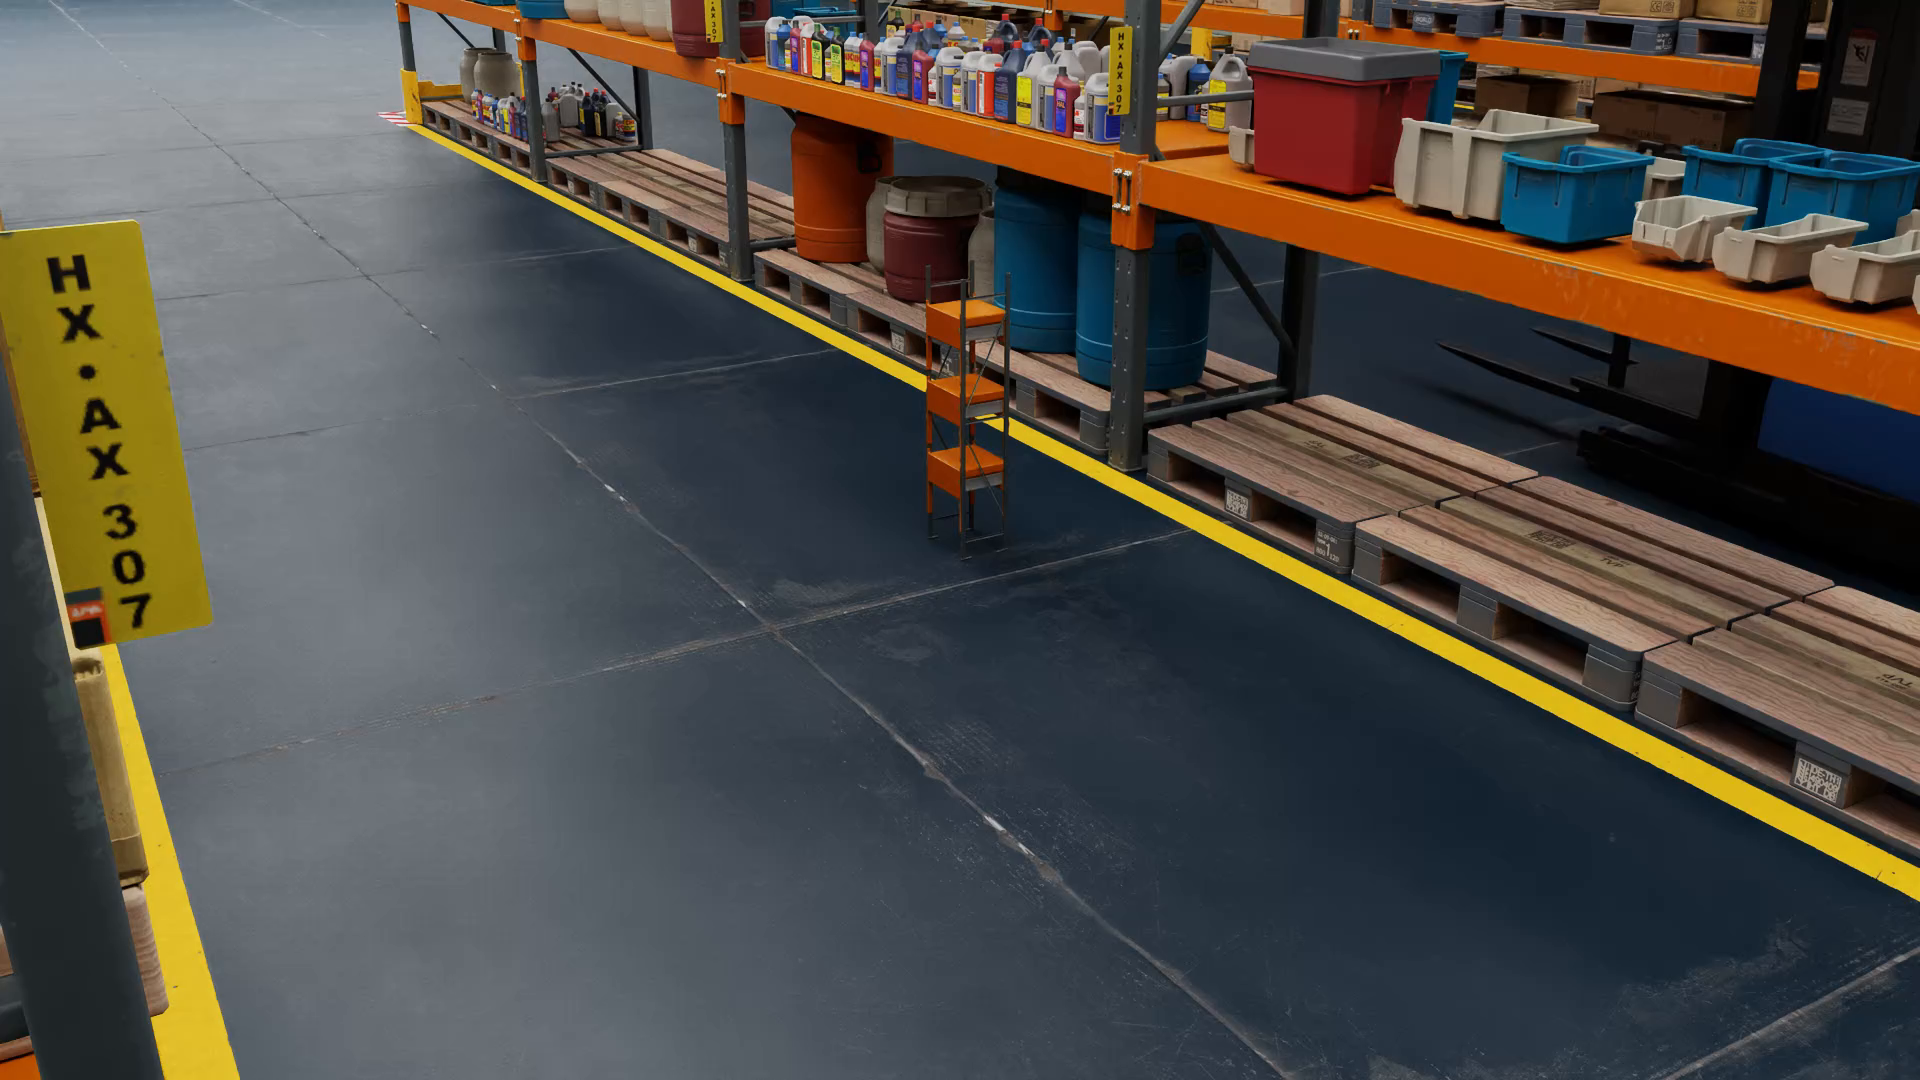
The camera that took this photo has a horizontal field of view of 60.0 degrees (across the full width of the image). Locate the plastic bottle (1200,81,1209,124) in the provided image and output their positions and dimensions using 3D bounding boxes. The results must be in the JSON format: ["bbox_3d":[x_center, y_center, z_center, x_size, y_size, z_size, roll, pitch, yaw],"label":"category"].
[{"bbox_3d":[1.126,-1.965,7.427,0.097,0.201,0.097,0,22,0],"label":"plastic bottle"}]

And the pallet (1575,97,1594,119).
[{"bbox_3d":[6.546,-4.336,16.698,1.003,0.211,1.213,-13,25,-28],"label":"pallet"}]

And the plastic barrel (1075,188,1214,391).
[{"bbox_3d":[0.826,-1.181,7.463,0.600,0.901,0.708,-13,25,-28],"label":"plastic barrel"}]

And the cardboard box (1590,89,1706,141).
[{"bbox_3d":[4.545,-2.814,10.990,0.500,0.250,0.500,-13,26,-29],"label":"cardboard box"}]

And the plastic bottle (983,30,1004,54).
[{"bbox_3d":[0.174,-2.514,8.667,0.061,0.283,0.133,-13,25,-28],"label":"plastic bottle"}]

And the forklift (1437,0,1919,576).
[{"bbox_3d":[3.292,-1.659,6.500,1.130,2.935,3.031,-11,24,-25],"label":"forklift"}]

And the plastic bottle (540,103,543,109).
[{"bbox_3d":[-3.557,-3.563,14.127,0.152,0.276,0.135,-13,25,-28],"label":"plastic bottle"}]

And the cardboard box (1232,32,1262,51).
[{"bbox_3d":[3.753,-6.286,20.781,0.500,0.311,0.500,-16,27,-34],"label":"cardboard box"}]

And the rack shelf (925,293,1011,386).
[{"bbox_3d":[0.027,-0.722,5.968,0.215,0.259,0.240,-13,25,-28],"label":"rack shelf"}]

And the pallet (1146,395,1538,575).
[{"bbox_3d":[1.498,-0.257,6.664,1.003,0.211,1.213,-13,25,-28],"label":"pallet"}]

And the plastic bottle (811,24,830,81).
[{"bbox_3d":[-0.745,-2.616,8.919,0.061,0.283,0.133,-13,25,-28],"label":"plastic bottle"}]

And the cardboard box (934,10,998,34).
[{"bbox_3d":[0.067,-5.181,17.173,0.500,0.500,0.500,-13,25,-28],"label":"cardboard box"}]

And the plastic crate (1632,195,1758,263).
[{"bbox_3d":[2.094,-0.894,4.797,0.298,0.136,0.250,-13,25,-28],"label":"plastic crate"}]

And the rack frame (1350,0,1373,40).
[{"bbox_3d":[3.306,-4.026,12.233,1.000,3.000,0.127,-13,25,-28],"label":"rack frame"}]

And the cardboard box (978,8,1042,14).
[{"bbox_3d":[0.527,-5.284,17.427,0.500,0.500,0.500,-13,25,-28],"label":"cardboard box"}]

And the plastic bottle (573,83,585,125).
[{"bbox_3d":[-3.366,-3.886,14.821,0.144,0.351,0.185,-13,25,-29],"label":"plastic bottle"}]

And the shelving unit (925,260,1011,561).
[{"bbox_3d":[0.027,-0.469,6.071,0.215,1.050,0.252,-13,25,-28],"label":"shelving unit"}]

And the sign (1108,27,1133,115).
[{"bbox_3d":[0.616,-1.802,6.395,0.100,0.325,0.005,-13,25,-28],"label":"sign"}]

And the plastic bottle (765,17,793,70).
[{"bbox_3d":[-1.011,-2.815,9.417,0.152,0.276,0.135,-13,25,-28],"label":"plastic bottle"}]

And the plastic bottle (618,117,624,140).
[{"bbox_3d":[-2.835,-3.497,14.063,0.097,0.201,0.097,0,22,0],"label":"plastic bottle"}]

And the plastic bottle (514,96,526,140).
[{"bbox_3d":[-3.672,-3.561,14.022,0.144,0.351,0.185,-14,26,-31],"label":"plastic bottle"}]

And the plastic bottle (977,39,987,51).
[{"bbox_3d":[0.129,-2.597,8.982,0.097,0.201,0.097,0,22,0],"label":"plastic bottle"}]

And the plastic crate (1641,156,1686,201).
[{"bbox_3d":[2.237,-1.179,5.500,0.293,0.136,0.466,-13,25,-28],"label":"plastic crate"}]

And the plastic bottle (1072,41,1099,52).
[{"bbox_3d":[0.589,-2.320,8.200,0.152,0.276,0.135,-13,25,-28],"label":"plastic bottle"}]

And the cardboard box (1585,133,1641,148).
[{"bbox_3d":[4.088,-2.370,10.893,0.500,0.500,0.500,-14,26,-30],"label":"cardboard box"}]

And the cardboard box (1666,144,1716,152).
[{"bbox_3d":[4.781,-2.314,10.756,0.500,0.500,0.500,-12,25,-28],"label":"cardboard box"}]

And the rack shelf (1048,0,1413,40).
[{"bbox_3d":[2.285,-4.340,13.961,1.077,0.370,4.000,-13,25,-28],"label":"rack shelf"}]

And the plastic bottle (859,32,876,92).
[{"bbox_3d":[-0.460,-2.435,8.474,0.061,0.283,0.133,-13,25,-28],"label":"plastic bottle"}]

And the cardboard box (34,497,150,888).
[{"bbox_3d":[-1.138,0.192,1.659,0.500,0.250,0.500,-13,26,-30],"label":"cardboard box"}]

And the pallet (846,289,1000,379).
[{"bbox_3d":[0.104,-1.141,8.838,1.003,0.211,1.213,-13,25,-28],"label":"pallet"}]

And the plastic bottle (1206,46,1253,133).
[{"bbox_3d":[1.168,-1.946,7.181,0.144,0.351,0.185,-13,25,-28],"label":"plastic bottle"}]

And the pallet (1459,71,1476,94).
[{"bbox_3d":[5.146,-5.194,18.809,1.003,0.211,1.213,-13,25,-28],"label":"pallet"}]

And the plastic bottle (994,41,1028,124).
[{"bbox_3d":[0.244,-2.051,7.440,0.144,0.351,0.185,-13,25,-28],"label":"plastic bottle"}]

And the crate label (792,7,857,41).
[{"bbox_3d":[-0.847,-3.205,10.436,0.303,0.233,0.416,-13,25,-28],"label":"crate label"}]

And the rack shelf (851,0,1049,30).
[{"bbox_3d":[0.241,-5.635,17.146,1.077,0.370,4.000,-13,25,-28],"label":"rack shelf"}]

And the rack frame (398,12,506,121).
[{"bbox_3d":[-5.040,-5.664,16.263,1.000,3.000,0.127,-13,25,-28],"label":"rack frame"}]

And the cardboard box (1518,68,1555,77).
[{"bbox_3d":[6.217,-4.928,17.187,0.700,0.500,0.500,-13,26,-29],"label":"cardboard box"}]

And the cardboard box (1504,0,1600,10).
[{"bbox_3d":[4.028,-3.752,10.868,0.700,0.500,0.500,-8,23,-18],"label":"cardboard box"}]

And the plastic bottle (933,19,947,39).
[{"bbox_3d":[-0.120,-2.787,9.356,0.097,0.271,0.097,0,22,0],"label":"plastic bottle"}]

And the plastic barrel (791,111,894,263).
[{"bbox_3d":[-0.689,-2.108,9.840,0.600,0.830,0.708,-13,25,-28],"label":"plastic barrel"}]

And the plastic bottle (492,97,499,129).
[{"bbox_3d":[-4.052,-3.748,14.588,0.097,0.271,0.097,0,22,0],"label":"plastic bottle"}]

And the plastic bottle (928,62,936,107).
[{"bbox_3d":[-0.104,-2.185,7.968,0.097,0.201,0.097,0,22,0],"label":"plastic bottle"}]

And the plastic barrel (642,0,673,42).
[{"bbox_3d":[-1.878,-3.554,10.924,0.421,0.512,0.421,0,22,0],"label":"plastic barrel"}]

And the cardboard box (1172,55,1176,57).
[{"bbox_3d":[1.716,-4.425,15.564,0.500,0.311,0.500,-13,25,-28],"label":"cardboard box"}]

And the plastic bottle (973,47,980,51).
[{"bbox_3d":[0.076,-2.215,7.949,0.097,0.271,0.097,0,22,0],"label":"plastic bottle"}]

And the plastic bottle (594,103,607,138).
[{"bbox_3d":[-3.063,-3.581,14.161,0.061,0.283,0.133,-13,25,-28],"label":"plastic bottle"}]

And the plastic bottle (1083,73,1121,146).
[{"bbox_3d":[0.610,-1.787,6.890,0.152,0.276,0.135,-13,25,-28],"label":"plastic bottle"}]

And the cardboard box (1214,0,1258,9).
[{"bbox_3d":[2.435,-4.612,13.542,0.500,0.500,0.500,-14,26,-31],"label":"cardboard box"}]

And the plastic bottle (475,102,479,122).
[{"bbox_3d":[-4.329,-3.891,15.033,0.097,0.201,0.097,0,22,0],"label":"plastic bottle"}]
